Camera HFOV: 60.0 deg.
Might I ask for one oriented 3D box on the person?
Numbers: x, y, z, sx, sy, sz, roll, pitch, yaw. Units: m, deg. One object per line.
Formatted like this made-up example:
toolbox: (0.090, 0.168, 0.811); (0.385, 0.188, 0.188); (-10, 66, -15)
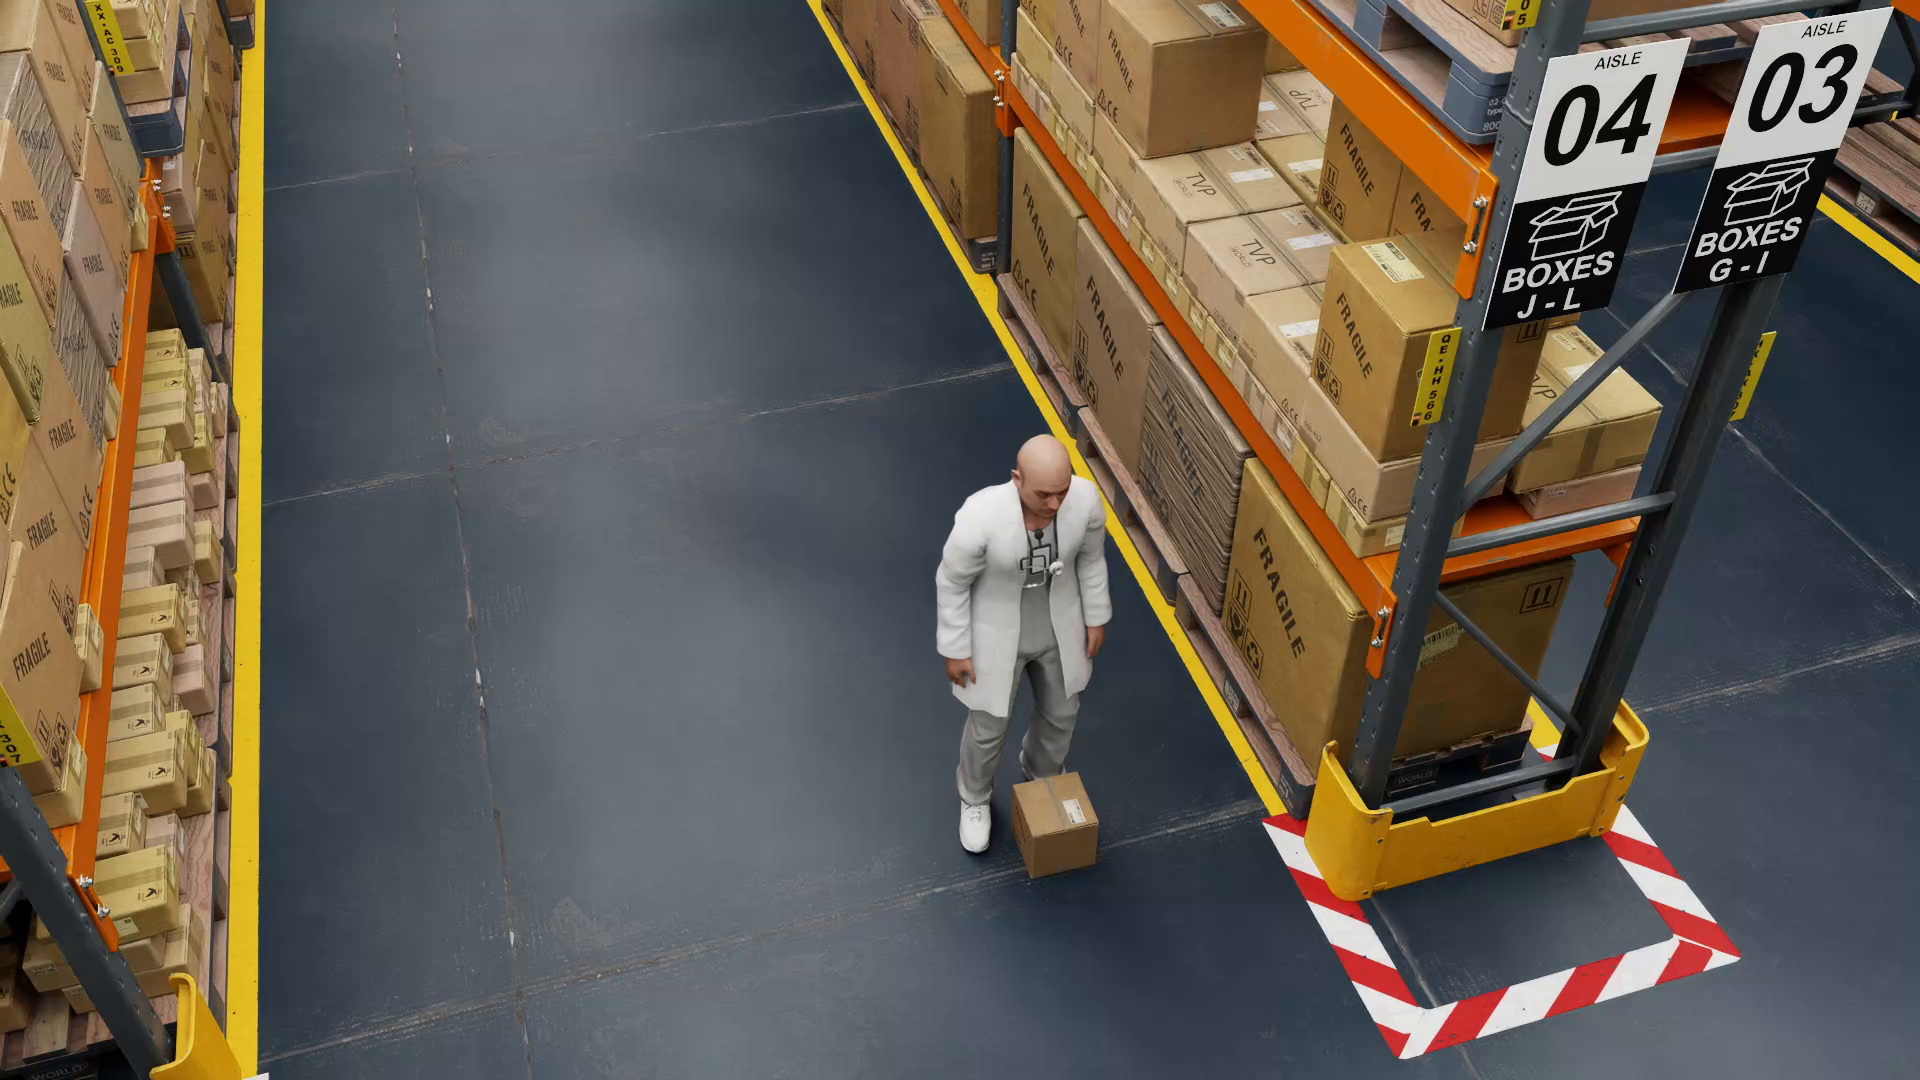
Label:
person: (0.227, 0.333, 5.798); (0.640, 1.773, 0.428); (-13, 43, -14)
